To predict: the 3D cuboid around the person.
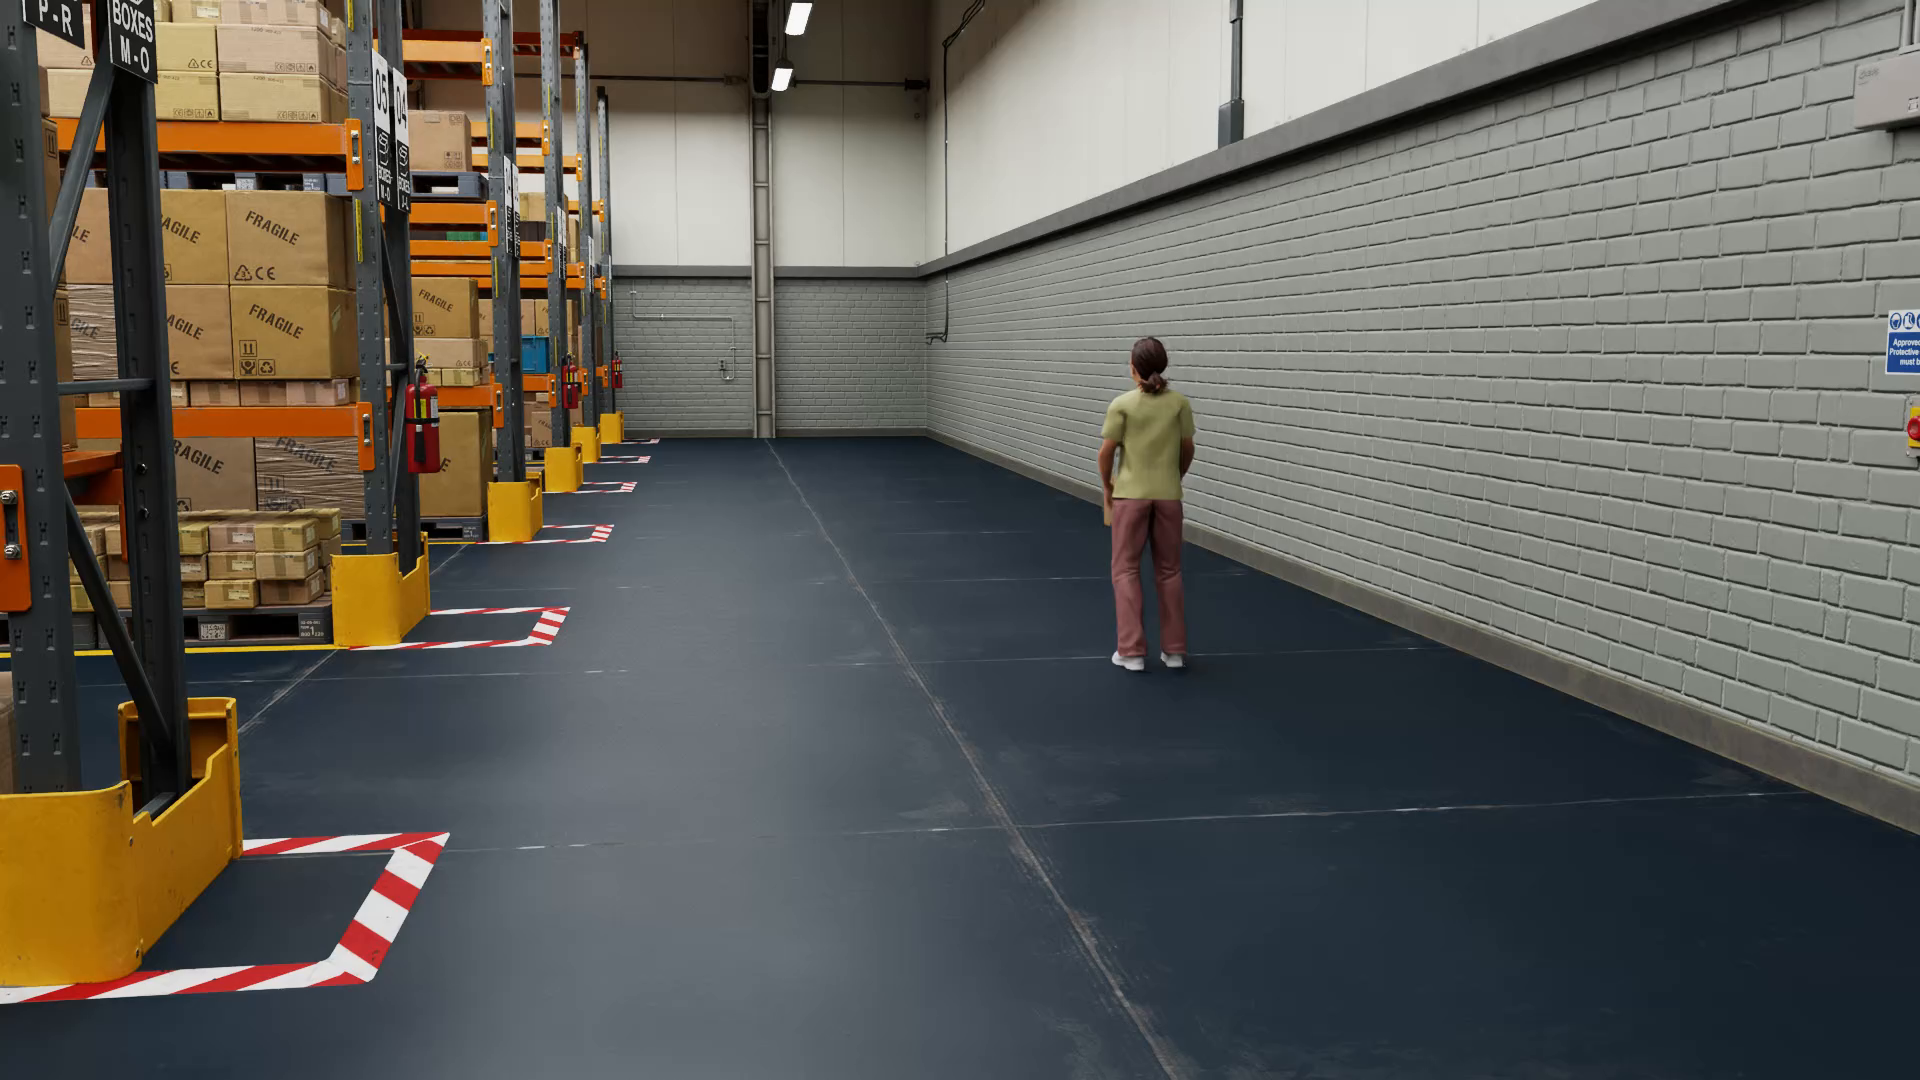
[{"bbox_3d":[0.934,-0.184,8.414,0.498,1.671,0.422,-1,7,-8],"label":"person"}]
